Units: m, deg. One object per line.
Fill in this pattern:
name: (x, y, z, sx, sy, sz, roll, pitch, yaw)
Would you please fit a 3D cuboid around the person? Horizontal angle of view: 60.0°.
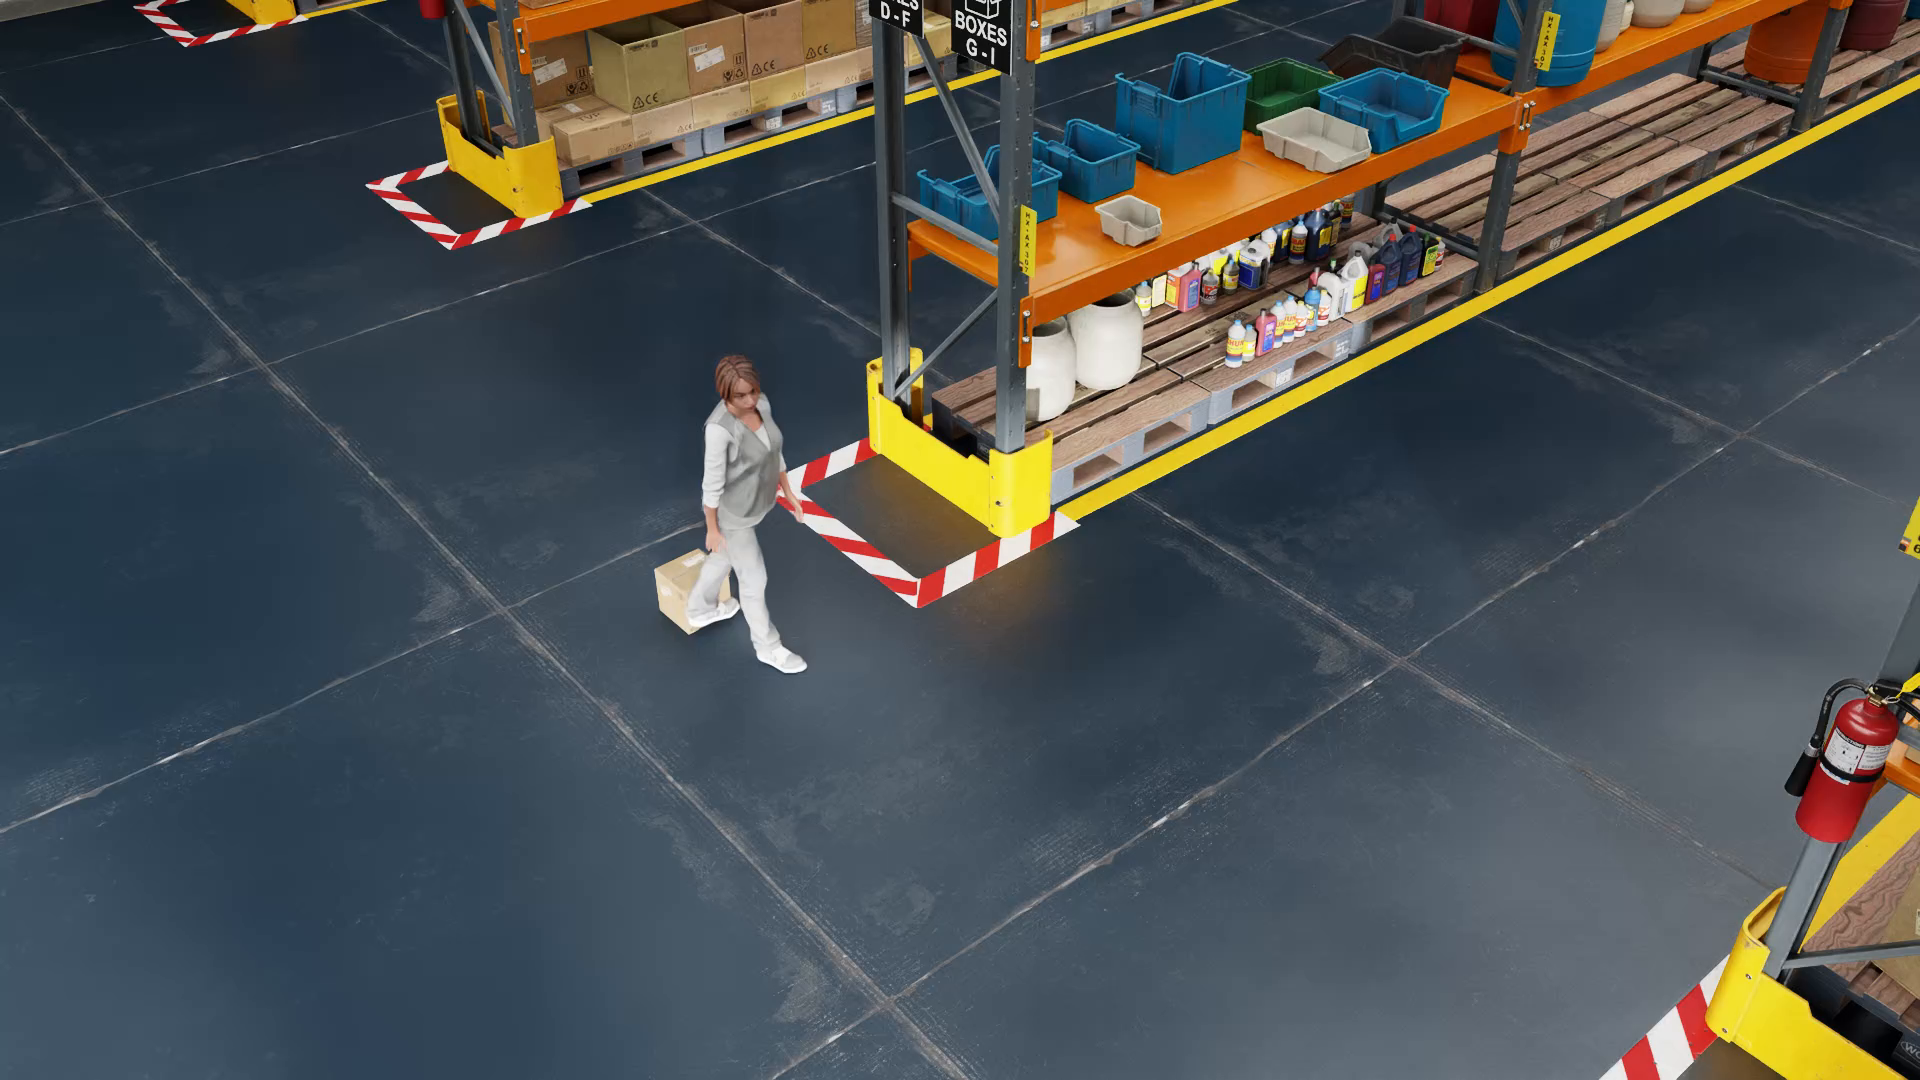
person: (-0.977, -0.136, 7.270, 0.647, 1.571, 0.438, 12, 38, 16)
